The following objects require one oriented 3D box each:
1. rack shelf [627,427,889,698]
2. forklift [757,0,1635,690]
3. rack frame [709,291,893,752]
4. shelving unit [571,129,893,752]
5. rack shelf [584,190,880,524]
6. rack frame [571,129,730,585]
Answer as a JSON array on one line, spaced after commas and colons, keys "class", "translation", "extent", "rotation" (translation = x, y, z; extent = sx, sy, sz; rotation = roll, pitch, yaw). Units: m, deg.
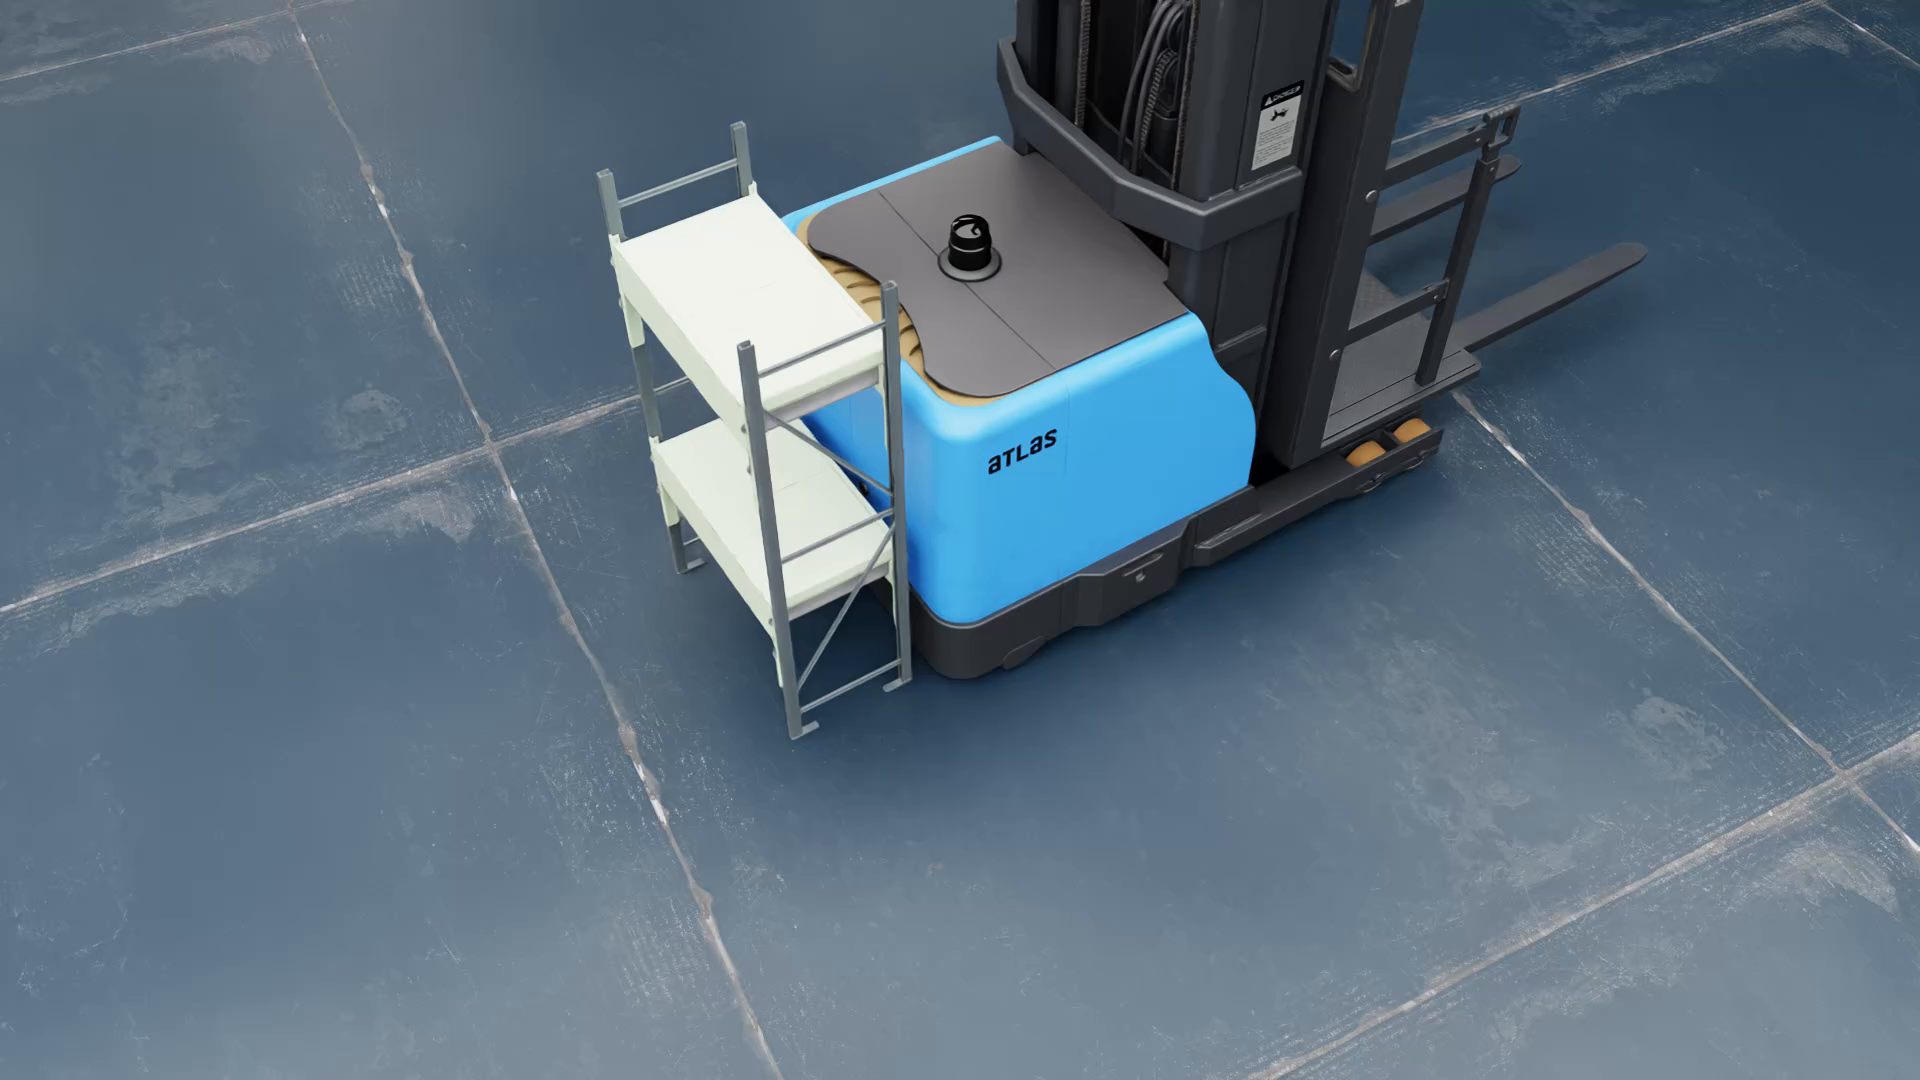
[{"class": "rack shelf", "translation": [-0.569, 0.002, 4.685], "extent": [0.431, 0.370, 0.720], "rotation": [-26, 54, -21]}, {"class": "forklift", "translation": [0.910, -1.403, 4.530], "extent": [3.031, 2.935, 1.130], "rotation": [-26, 54, -21]}, {"class": "rack frame", "translation": [-0.371, 0.020, 4.236], "extent": [0.400, 1.500, 0.023], "rotation": [-26, 54, -21]}, {"class": "shelving unit", "translation": [-0.569, -0.212, 4.439], "extent": [0.431, 1.500, 0.755], "rotation": [-26, 54, -21]}, {"class": "rack shelf", "translation": [-0.569, -0.469, 4.146], "extent": [0.431, 0.370, 0.720], "rotation": [-26, 54, -21]}, {"class": "rack frame", "translation": [-0.766, -0.444, 4.642], "extent": [0.400, 1.500, 0.023], "rotation": [-26, 54, -21]}]
